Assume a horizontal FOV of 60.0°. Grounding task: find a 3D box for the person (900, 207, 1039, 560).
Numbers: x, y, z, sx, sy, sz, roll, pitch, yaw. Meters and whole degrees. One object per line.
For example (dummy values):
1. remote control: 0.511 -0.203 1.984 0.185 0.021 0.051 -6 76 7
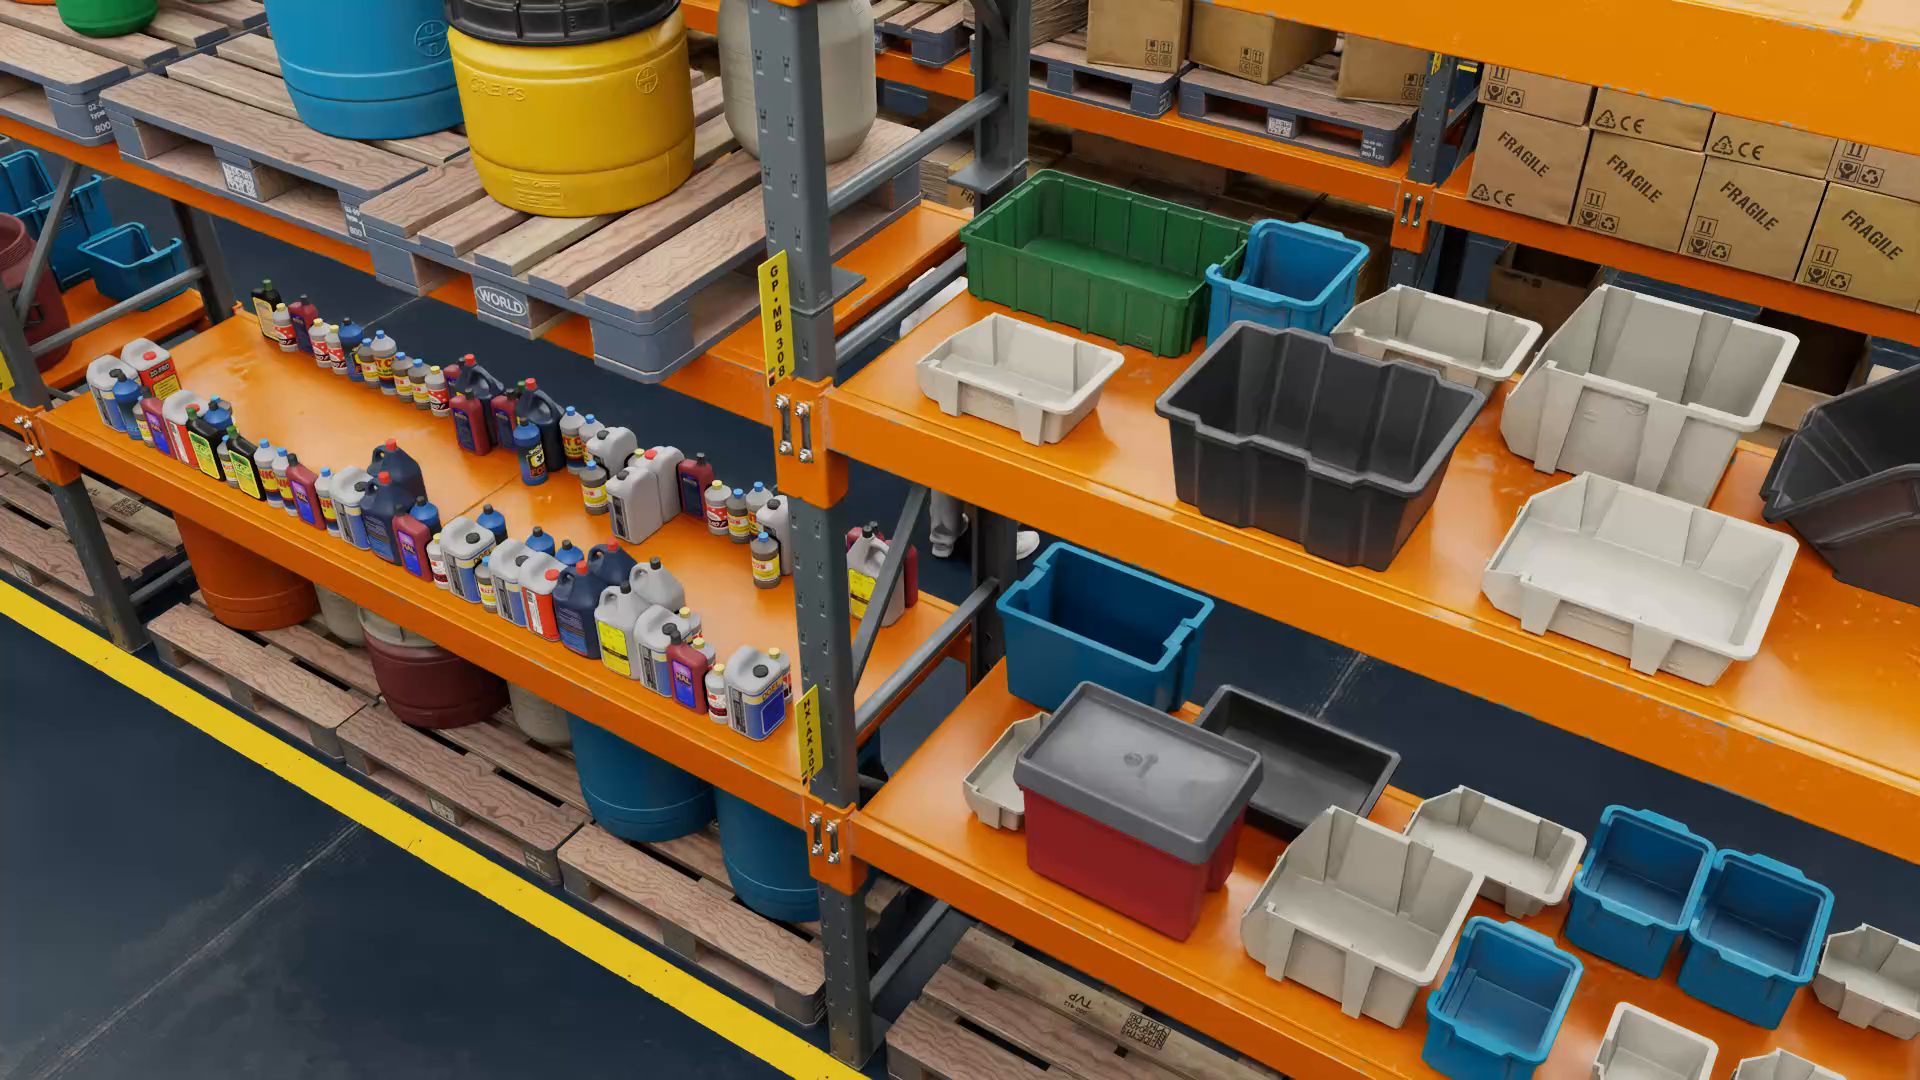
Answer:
1. person: 0.038 -0.671 7.555 0.653 1.774 0.425 19 42 23
